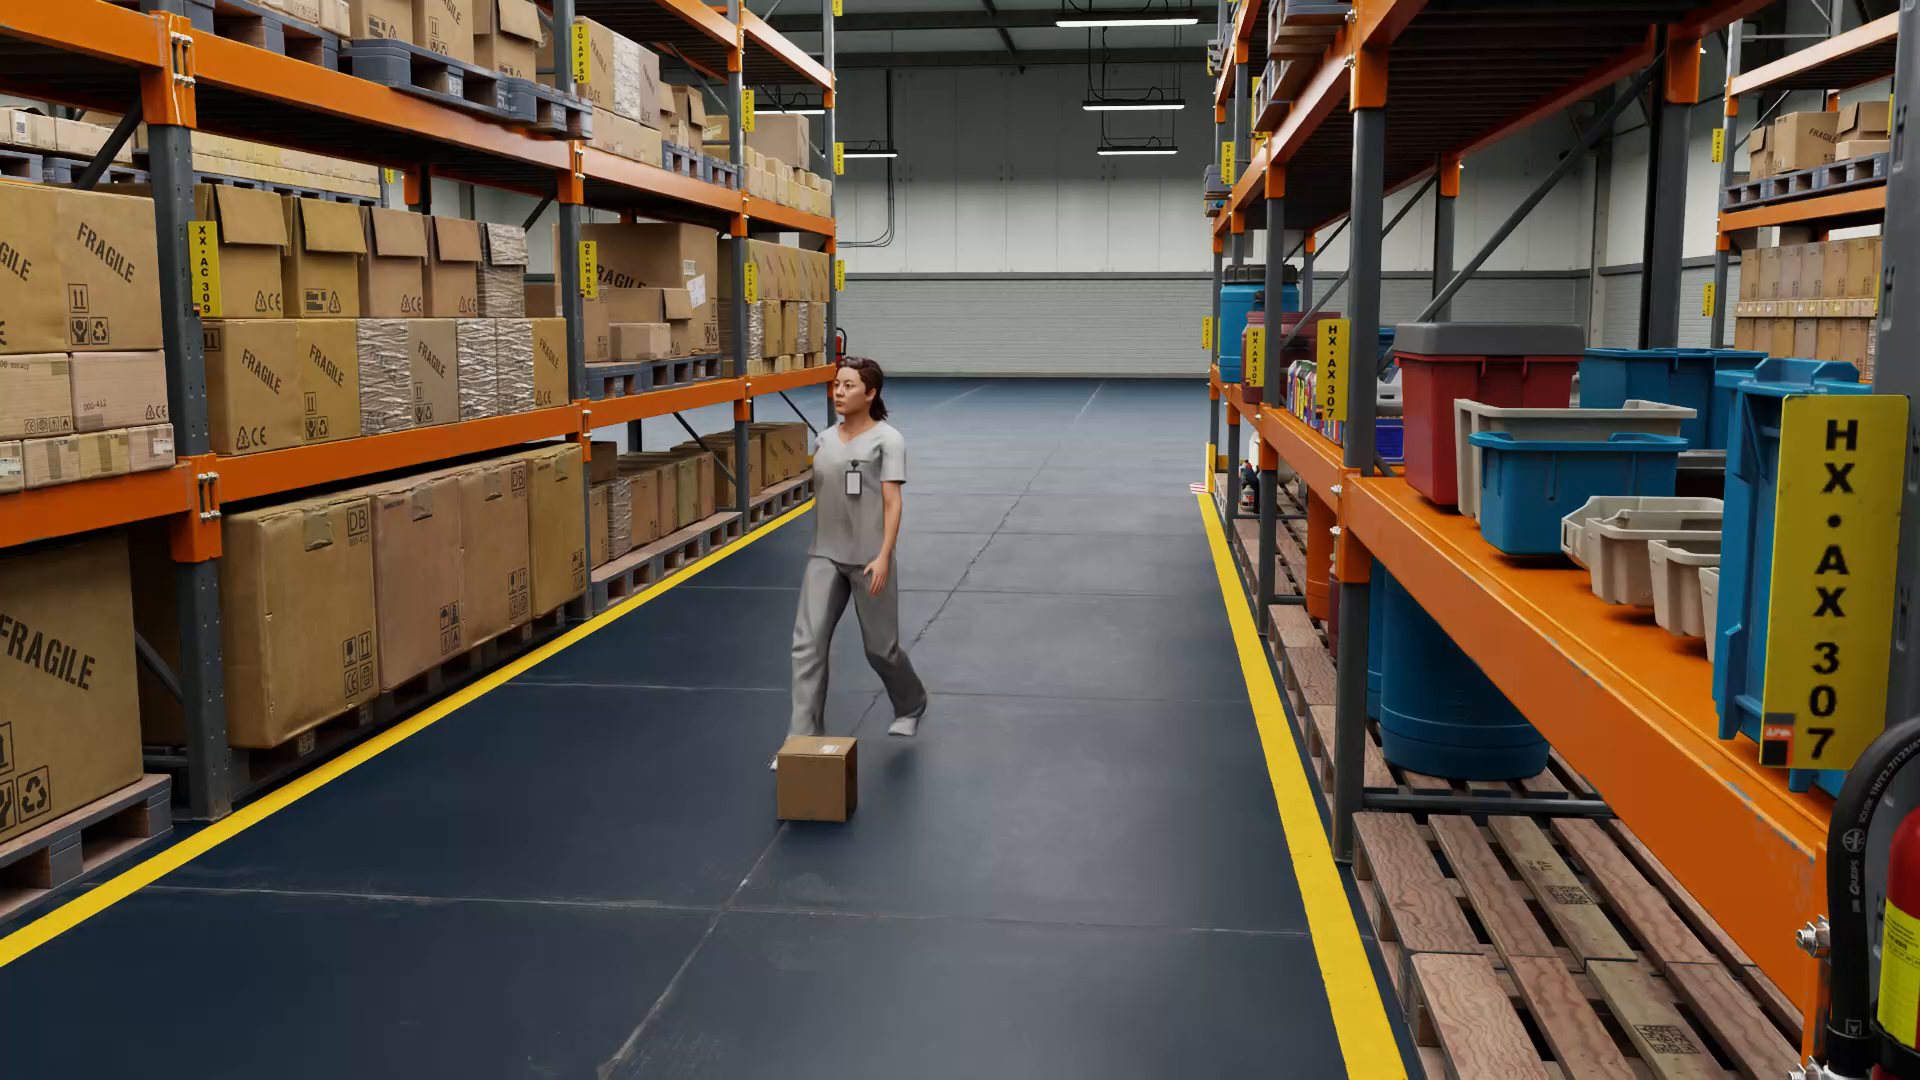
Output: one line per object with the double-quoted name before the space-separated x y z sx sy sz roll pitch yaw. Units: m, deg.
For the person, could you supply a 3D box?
"person" -0.442 0.087 6.637 0.444 1.631 0.911 3 8 22
